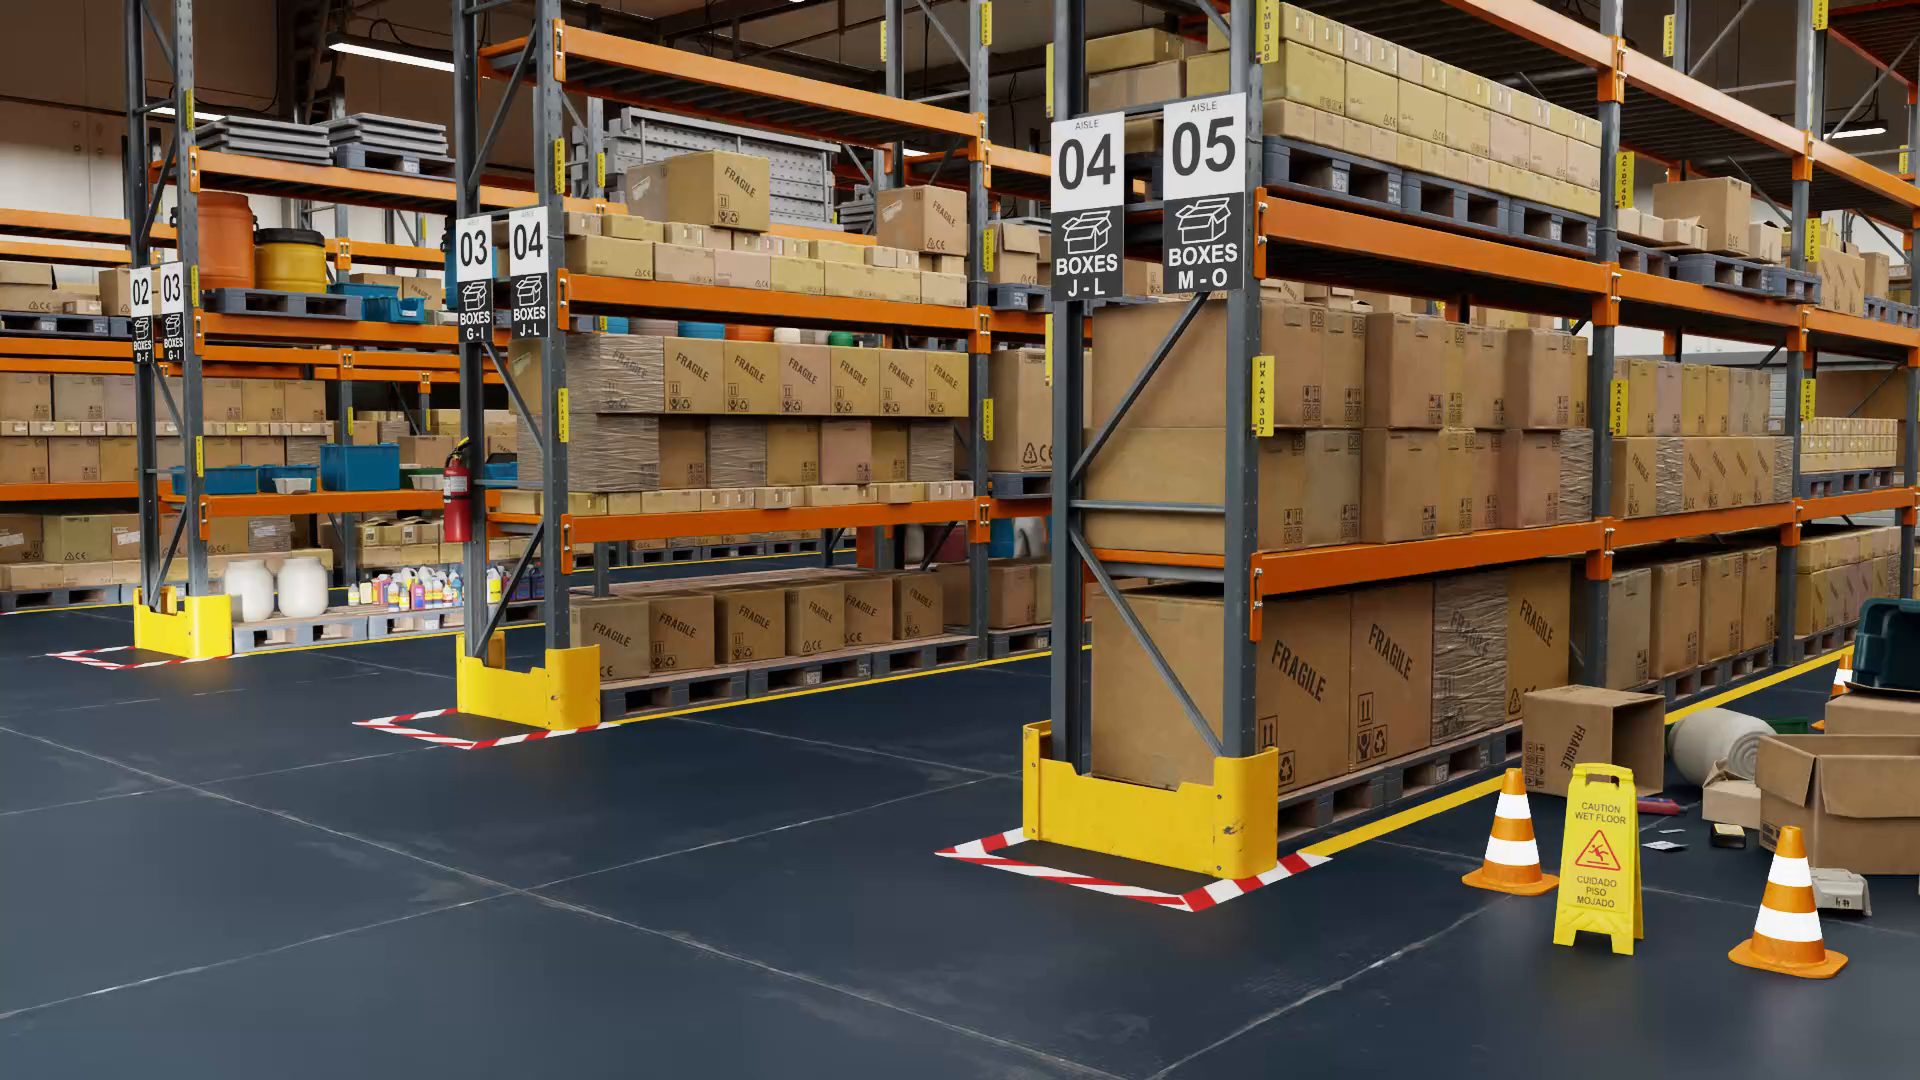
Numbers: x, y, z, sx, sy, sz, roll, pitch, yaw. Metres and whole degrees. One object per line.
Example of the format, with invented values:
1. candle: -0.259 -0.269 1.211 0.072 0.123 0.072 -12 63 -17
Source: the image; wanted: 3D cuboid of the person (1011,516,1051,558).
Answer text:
1. person: 0.725 -0.076 16.629 0.591 1.678 0.453 -3 5 -41
